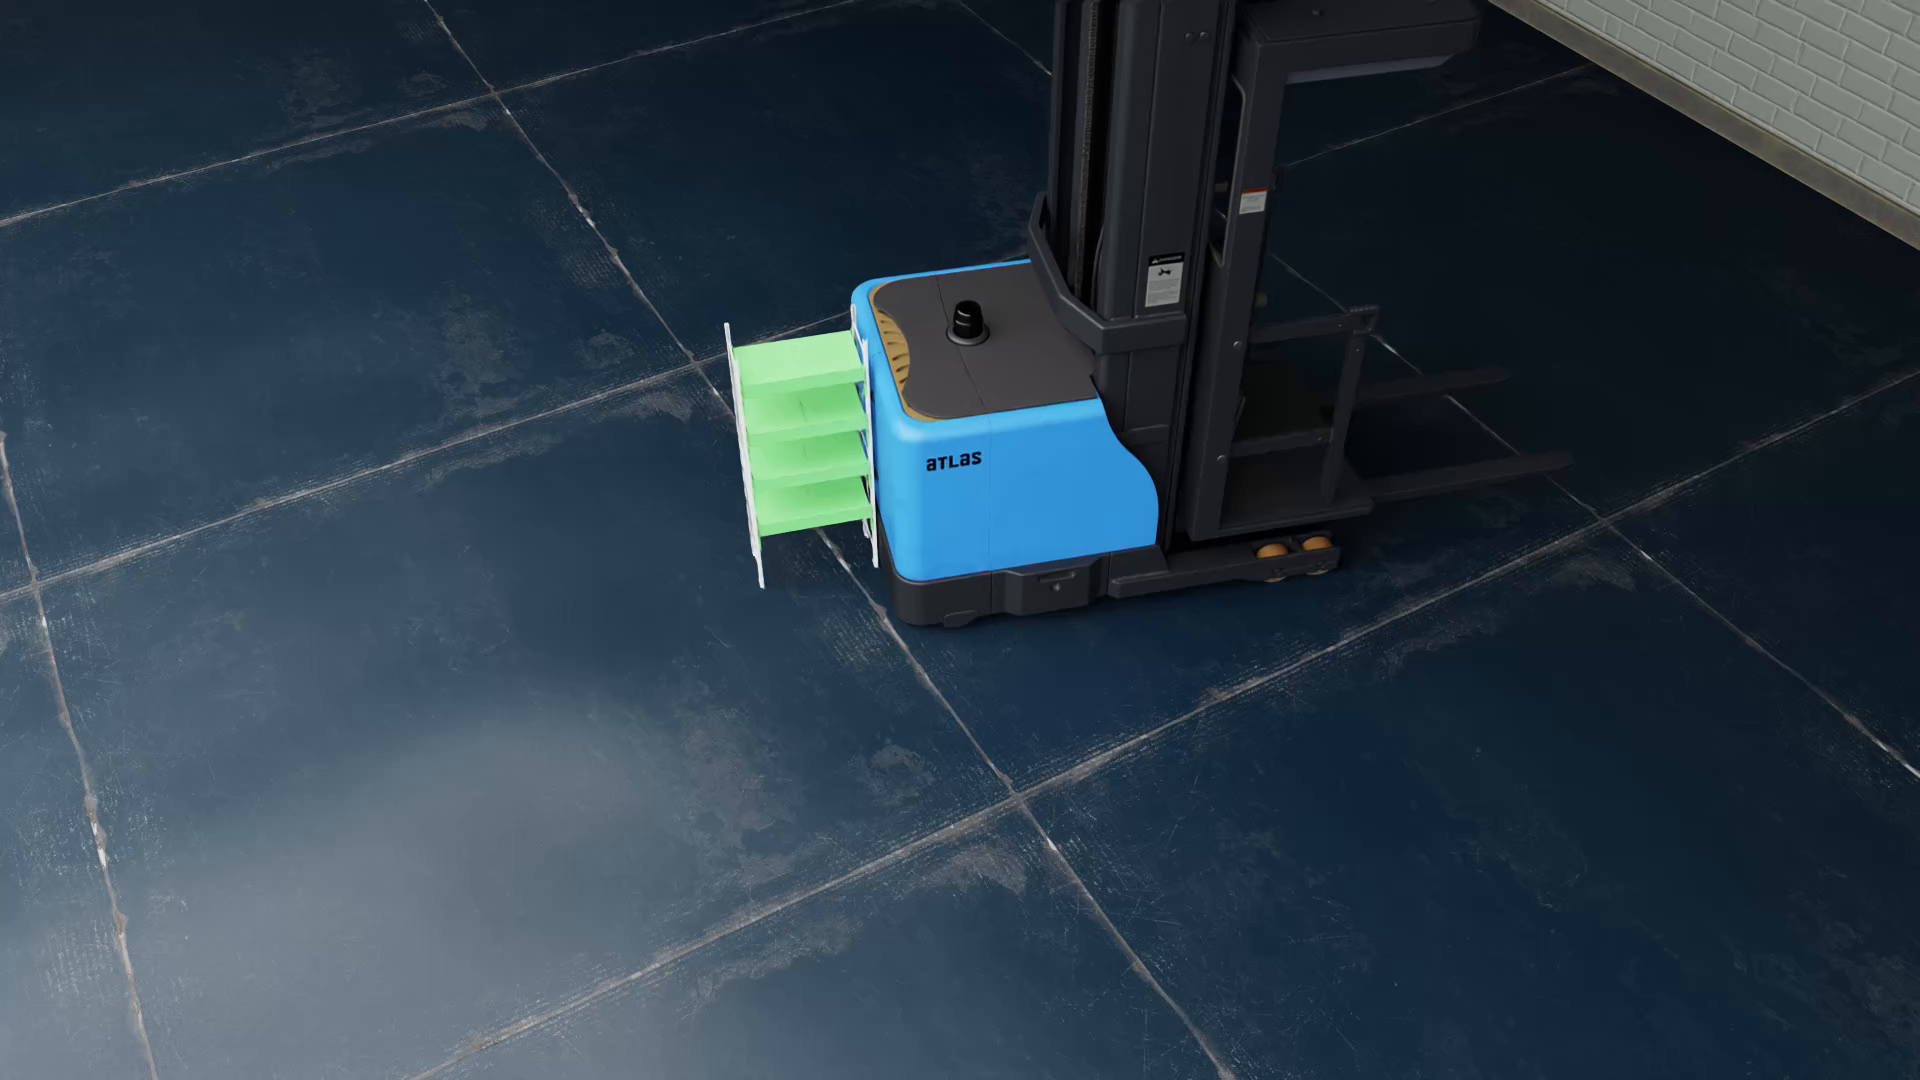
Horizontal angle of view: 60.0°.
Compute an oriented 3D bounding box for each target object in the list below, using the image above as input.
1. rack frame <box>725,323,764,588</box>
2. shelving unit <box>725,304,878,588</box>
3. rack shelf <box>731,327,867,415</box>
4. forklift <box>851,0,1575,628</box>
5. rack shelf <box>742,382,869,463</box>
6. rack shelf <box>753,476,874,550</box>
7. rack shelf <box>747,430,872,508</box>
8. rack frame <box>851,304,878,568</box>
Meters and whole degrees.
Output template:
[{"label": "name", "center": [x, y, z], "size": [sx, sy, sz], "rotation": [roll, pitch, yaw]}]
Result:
[{"label": "rack frame", "center": [-0.856, -0.310, 6.637], "size": [0.015, 1.200, 0.240], "rotation": [-10, 45, -10]}, {"label": "shelving unit", "center": [-0.620, -0.352, 6.680], "size": [0.503, 1.200, 0.258], "rotation": [-10, 45, -10]}, {"label": "rack shelf", "center": [-0.620, -0.650, 6.390], "size": [0.480, 0.148, 0.258], "rotation": [-10, 45, -10]}, {"label": "forklift", "center": [1.119, -1.227, 6.339], "size": [3.031, 2.935, 1.130], "rotation": [-9, 45, -9]}, {"label": "rack shelf", "center": [-0.620, -0.478, 6.557], "size": [0.480, 0.148, 0.258], "rotation": [-10, 45, -10]}, {"label": "rack shelf", "center": [-0.620, -0.133, 6.892], "size": [0.480, 0.148, 0.258], "rotation": [-10, 45, -10]}, {"label": "rack shelf", "center": [-0.620, -0.306, 6.725], "size": [0.480, 0.148, 0.258], "rotation": [-10, 45, -10]}, {"label": "rack frame", "center": [-0.383, -0.393, 6.723], "size": [0.015, 1.200, 0.240], "rotation": [-10, 45, -10]}]
